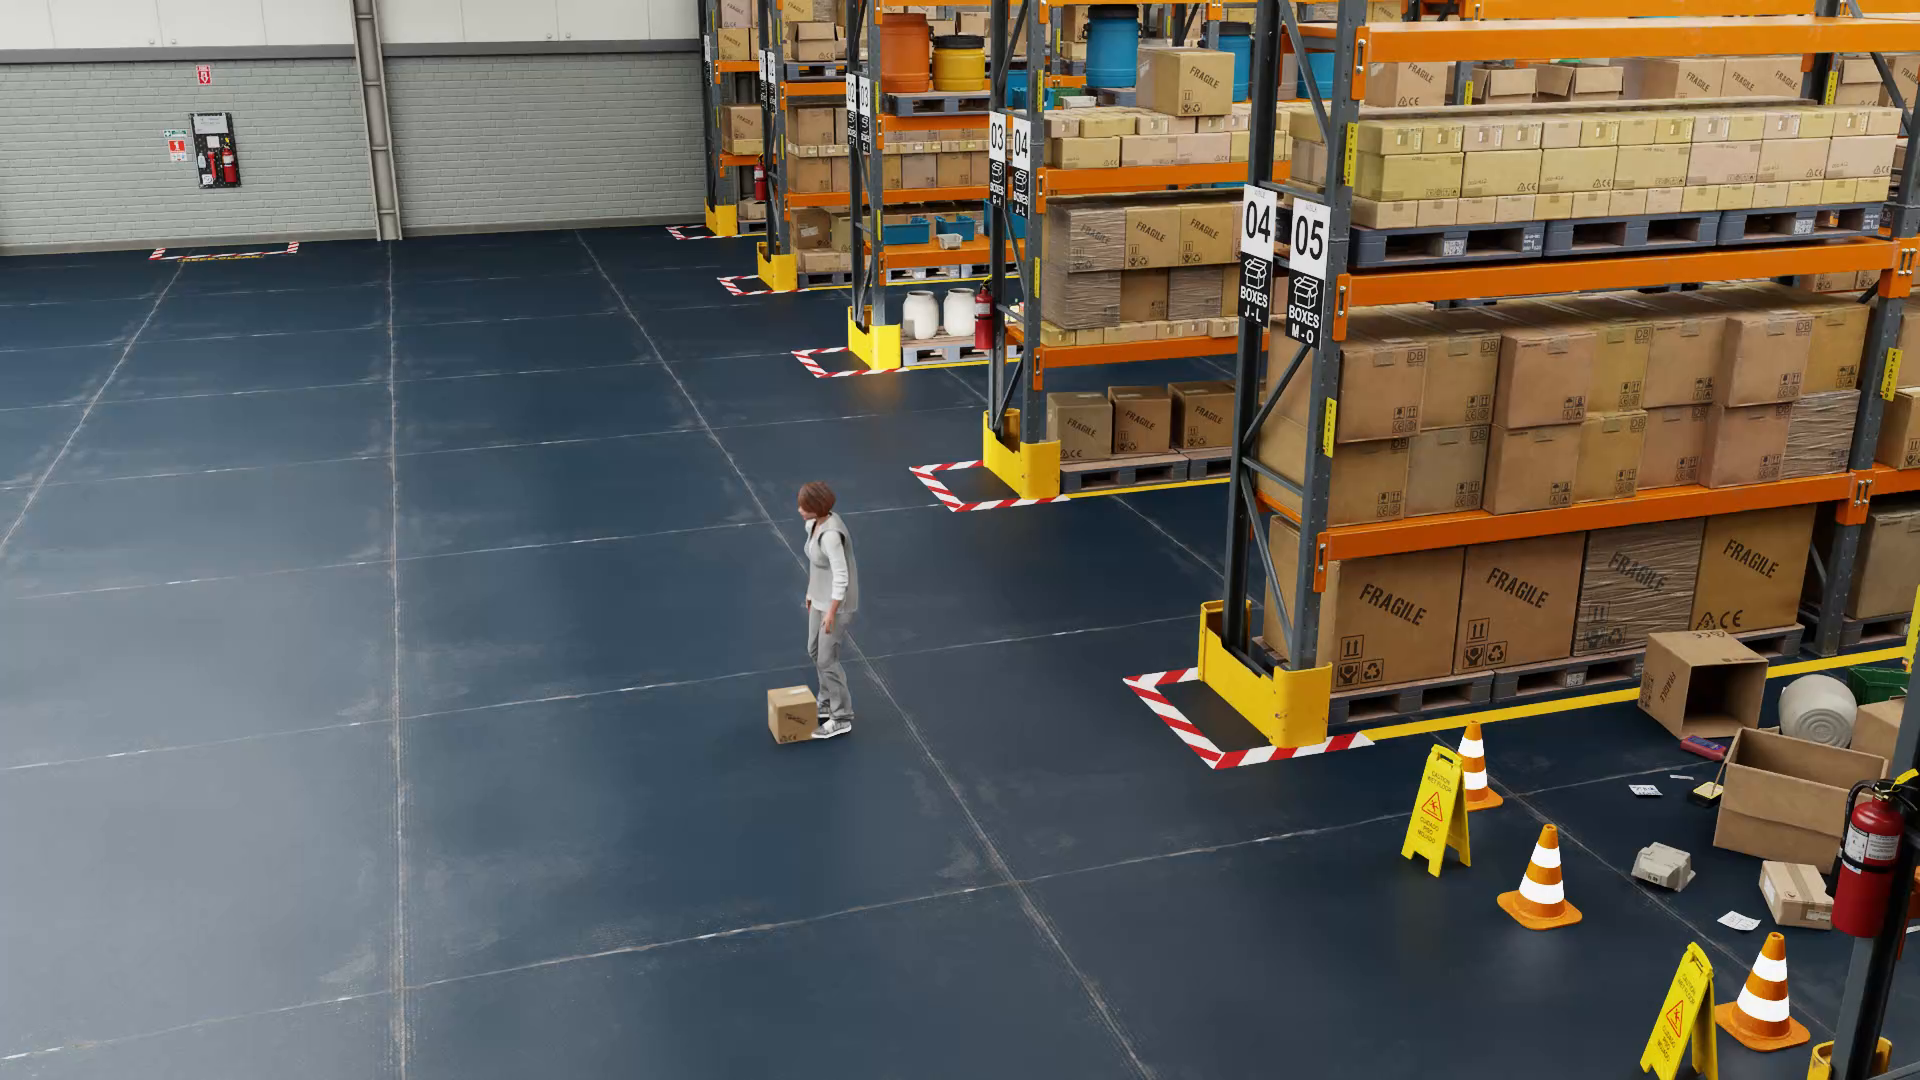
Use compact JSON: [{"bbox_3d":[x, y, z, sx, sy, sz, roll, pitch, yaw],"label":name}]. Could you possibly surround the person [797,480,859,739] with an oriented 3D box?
[{"bbox_3d":[-0.792,0.398,9.965,0.339,1.592,0.462,-7,21,-19],"label":"person"}]
